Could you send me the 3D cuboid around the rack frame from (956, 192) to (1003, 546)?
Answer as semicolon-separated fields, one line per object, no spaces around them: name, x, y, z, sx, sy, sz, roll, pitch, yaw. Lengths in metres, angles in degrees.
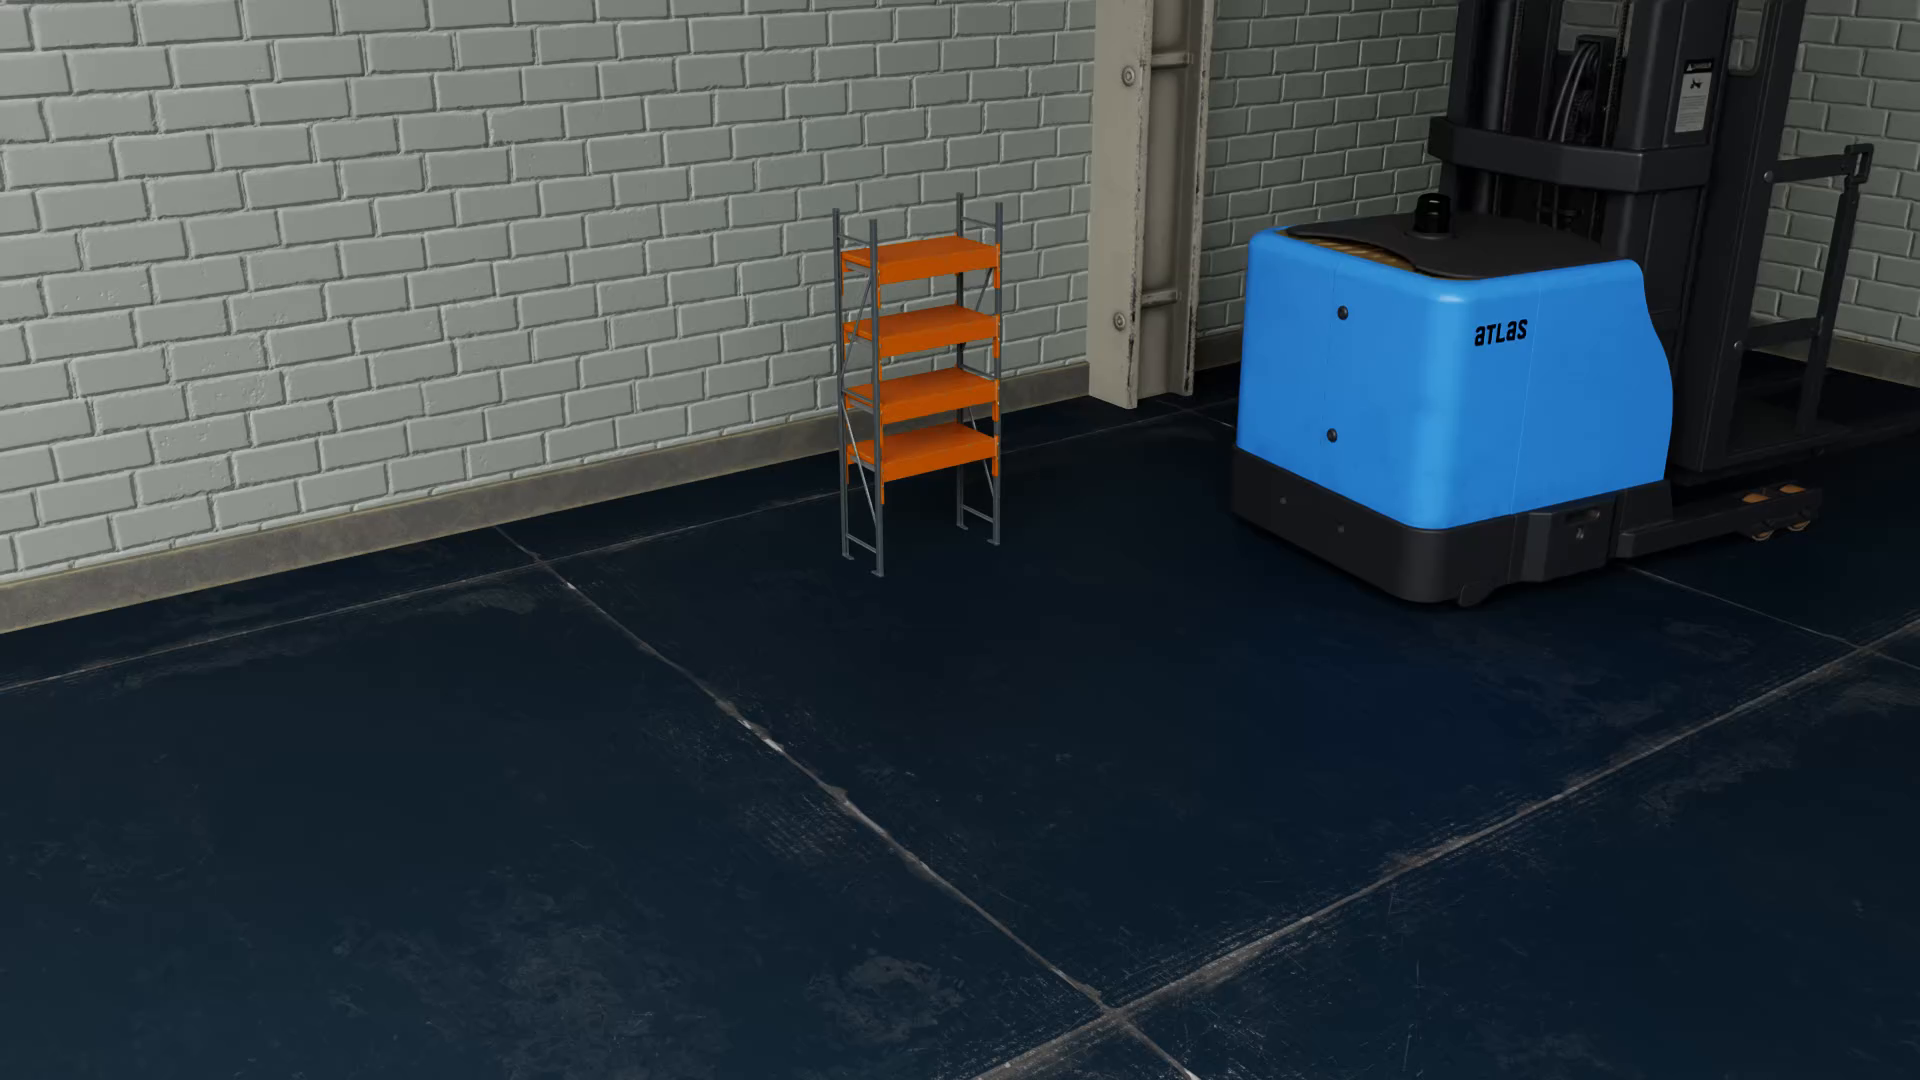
rack frame;0.064;-0.574;5.717;0.015;1.200;0.240;-15;26;-33

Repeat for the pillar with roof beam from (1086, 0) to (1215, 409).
pillar with roof beam;3.329;-3.551;2.653;0.400;9.000;9.100;-15;26;-33

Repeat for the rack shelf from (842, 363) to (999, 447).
rack shelf;-0.134;-0.459;5.609;0.480;0.148;0.258;-15;26;-33

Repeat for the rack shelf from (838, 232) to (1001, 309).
rack shelf;-0.134;-0.886;5.439;0.480;0.148;0.258;-15;26;-33

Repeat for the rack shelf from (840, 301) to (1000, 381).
rack shelf;-0.134;-0.667;5.526;0.480;0.148;0.258;-15;26;-33

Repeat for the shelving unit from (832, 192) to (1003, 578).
shelving unit;-0.134;-0.521;5.584;0.503;1.200;0.258;-15;26;-33

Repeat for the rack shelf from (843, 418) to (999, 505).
rack shelf;-0.134;-0.275;5.683;0.480;0.148;0.258;-15;26;-33

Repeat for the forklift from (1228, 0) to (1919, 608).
forklift;2.510;-1.519;5.748;3.031;2.935;1.130;-11;24;-26

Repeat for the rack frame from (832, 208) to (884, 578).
rack frame;-0.332;-0.469;5.452;0.015;1.200;0.240;-15;26;-33
